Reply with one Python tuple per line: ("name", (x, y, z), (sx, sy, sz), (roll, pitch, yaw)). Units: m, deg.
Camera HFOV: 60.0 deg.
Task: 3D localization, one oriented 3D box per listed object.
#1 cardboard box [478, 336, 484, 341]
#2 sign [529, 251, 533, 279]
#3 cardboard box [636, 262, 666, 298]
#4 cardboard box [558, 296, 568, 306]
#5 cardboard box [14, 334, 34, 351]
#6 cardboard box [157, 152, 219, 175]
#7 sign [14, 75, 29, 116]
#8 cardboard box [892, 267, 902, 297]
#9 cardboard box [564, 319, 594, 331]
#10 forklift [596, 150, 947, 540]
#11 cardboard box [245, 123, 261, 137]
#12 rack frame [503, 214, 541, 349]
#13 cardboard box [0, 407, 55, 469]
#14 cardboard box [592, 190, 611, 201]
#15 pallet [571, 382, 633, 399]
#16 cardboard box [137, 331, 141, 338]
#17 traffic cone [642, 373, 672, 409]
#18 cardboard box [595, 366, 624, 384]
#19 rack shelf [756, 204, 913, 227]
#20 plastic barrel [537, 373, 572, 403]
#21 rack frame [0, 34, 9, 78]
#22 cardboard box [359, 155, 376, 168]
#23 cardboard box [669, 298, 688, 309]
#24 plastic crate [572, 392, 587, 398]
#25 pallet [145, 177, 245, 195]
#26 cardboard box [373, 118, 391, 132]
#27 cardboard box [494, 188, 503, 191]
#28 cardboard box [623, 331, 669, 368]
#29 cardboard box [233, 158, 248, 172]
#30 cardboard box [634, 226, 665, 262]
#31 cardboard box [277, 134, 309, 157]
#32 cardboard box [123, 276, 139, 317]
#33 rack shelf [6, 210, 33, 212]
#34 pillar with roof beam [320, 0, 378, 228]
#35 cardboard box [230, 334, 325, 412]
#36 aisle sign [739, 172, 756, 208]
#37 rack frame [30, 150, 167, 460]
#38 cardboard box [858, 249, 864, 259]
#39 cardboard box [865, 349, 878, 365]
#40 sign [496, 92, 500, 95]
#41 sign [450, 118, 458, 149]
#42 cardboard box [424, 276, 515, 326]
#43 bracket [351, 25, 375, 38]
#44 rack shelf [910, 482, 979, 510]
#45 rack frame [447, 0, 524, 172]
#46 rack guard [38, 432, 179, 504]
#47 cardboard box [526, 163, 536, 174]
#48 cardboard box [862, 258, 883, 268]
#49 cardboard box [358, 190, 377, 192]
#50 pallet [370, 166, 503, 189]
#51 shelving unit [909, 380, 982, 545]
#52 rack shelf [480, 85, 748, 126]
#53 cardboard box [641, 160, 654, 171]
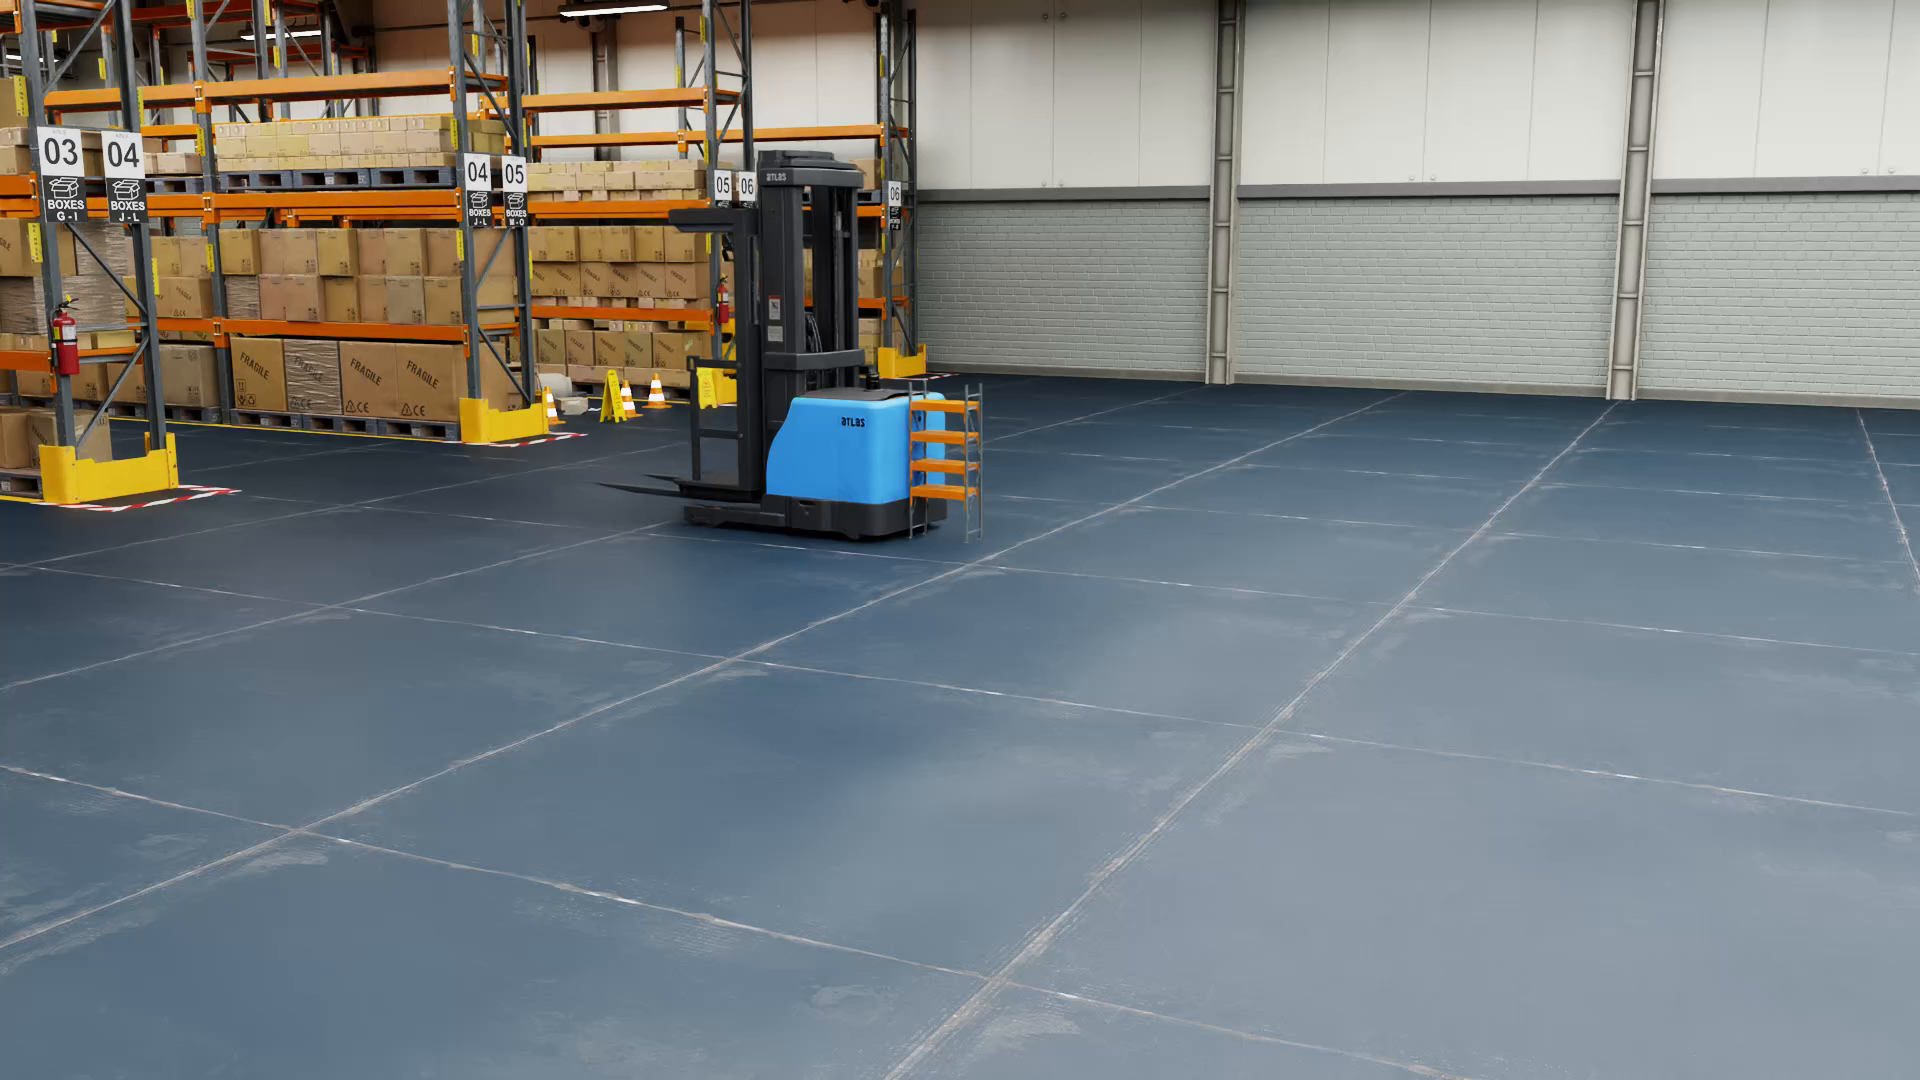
("cardboard box", (-9.092, -3.906, 31.731), (0.500, 0.500, 0.500), (5, 11, 25))
("sign", (-5.040, -3.221, 19.450), (0.005, 0.325, 0.100), (5, 11, 26))
("cardboard box", (-4.247, -3.701, 23.639), (0.500, 0.500, 0.500), (5, 11, 26))
("cardboard box", (-5.678, -3.513, 24.423), (0.250, 0.149, 0.380), (5, 11, 26))
("cardboard box", (-8.147, -1.769, 14.788), (0.250, 0.149, 0.380), (5, 11, 26))
("cardboard box", (-9.583, -4.671, 20.655), (0.500, 0.250, 0.500), (5, 11, 26))
("sign", (-7.840, -3.708, 13.887), (0.005, 0.325, 0.100), (5, 11, 26))
("cardboard box", (-1.320, -4.392, 28.293), (0.500, 0.500, 0.500), (5, 12, 28))
("cardboard box", (-5.579, -3.153, 24.344), (0.250, 0.149, 0.380), (6, 12, 29))
("forklift", (-1.630, -1.615, 13.425), (3.031, 2.935, 1.130), (6, 12, 31))
("cardboard box", (-8.246, -4.861, 19.747), (0.250, 0.149, 0.380), (5, 11, 25))
("rack frame", (-8.173, -4.890, 31.324), (0.127, 3.000, 1.000), (5, 11, 26))
("cardboard box", (-8.680, -0.954, 15.416), (0.500, 0.500, 0.500), (9, 14, 41))
("cardboard box", (-5.033, -4.916, 23.752), (0.250, 0.149, 0.380), (5, 11, 25))
("pallet", (-5.063, -2.266, 24.658), (1.213, 0.211, 1.003), (5, 11, 26))
("cardboard box", (-14.469, -3.424, 29.243), (0.875, 0.438, 0.875), (5, 11, 25))
("traffic cone", (-4.148, -2.046, 22.734), (0.334, 0.463, 0.336), (5, 11, 26))
("cardboard box", (-4.968, -2.423, 24.236), (0.500, 0.250, 0.500), (5, 11, 24))
("rack shelf", (-2.792, -5.539, 28.508), (4.000, 0.370, 1.077), (5, 11, 26))
("plastic barrel", (-5.714, -2.119, 23.252), (0.512, 0.421, 0.421), (-4, 11, -23))
("rack frame", (-17.540, -7.679, 29.891), (0.127, 3.000, 1.000), (5, 11, 26))
("cardboard box", (-6.653, -4.328, 19.045), (0.250, 0.149, 0.380), (5, 11, 25))
("cardboard box", (-3.898, -3.340, 23.468), (0.250, 0.149, 0.380), (5, 11, 25))
("plastic crate", (-5.734, -2.090, 24.053), (0.583, 0.080, 0.402), (1, 10, 6))
("pallet", (-9.722, -4.429, 20.894), (1.217, 0.209, 0.805), (5, 11, 24))
("cardboard box", (-6.430, -4.701, 18.865), (0.250, 0.149, 0.380), (5, 12, 27))
("cardboard box", (-6.505, -5.251, 24.487), (0.500, 0.250, 0.500), (5, 11, 25))
("cardboard box", (-4.495, -2.751, 23.943), (0.500, 0.500, 0.500), (6, 12, 28))
("cardboard box", (-8.469, -4.488, 19.928), (0.250, 0.149, 0.380), (5, 11, 26))
("cardboard box", (-4.197, -4.200, 23.591), (0.500, 0.500, 0.700), (5, 11, 26))
("cardboard box", (-7.658, -4.625, 19.564), (0.500, 0.250, 0.500), (5, 11, 25))
("cardboard box", (-10.371, -3.110, 21.211), (0.500, 0.500, 0.500), (5, 11, 26))
("rack shelf", (-14.259, -4.578, 23.198), (4.000, 0.370, 1.077), (5, 11, 26))
("pillar with roof beam", (-13.891, -7.668, 29.831), (0.548, 9.000, 9.100), (5, 11, 26))
("cardboard box", (-8.345, -2.083, 20.605), (0.875, 0.875, 0.875), (5, 11, 27))
("aisle sign", (-2.999, -4.790, 23.474), (0.004, 0.787, 0.394), (5, 11, 26))
("rack frame", (-7.577, -1.883, 14.714), (0.127, 3.000, 1.000), (5, 11, 26))
("cardboard box", (-1.648, -4.783, 27.798), (0.250, 0.149, 0.380), (5, 11, 26))
("cardboard box", (-1.560, -3.099, 27.974), (0.500, 0.250, 0.500), (5, 11, 26))
("sign", (-8.404, -8.253, 30.216), (0.005, 0.325, 0.100), (5, 11, 26))
("sign", (-5.544, -4.455, 18.235), (0.005, 0.325, 0.100), (5, 11, 26))
("cardboard box", (-5.644, -2.763, 19.155), (0.550, 0.550, 0.875), (5, 11, 26))
("bracket", (-11.771, -10.037, 32.815), (0.430, 0.232, 0.235), (5, 11, 26))
("rack shelf", (-0.110, -0.335, 12.705), (0.480, 0.148, 0.258), (6, 12, 29))
("rack frame", (-5.291, -5.620, 18.513), (0.127, 3.000, 1.000), (5, 11, 26))
("rack guard", (-7.645, -0.659, 14.970), (0.348, 0.500, 1.175), (5, 11, 26))
("cardboard box", (-6.162, -5.411, 24.249), (0.250, 0.149, 0.380), (5, 11, 24))
("cardboard box", (-1.434, -4.610, 27.678), (0.250, 0.149, 0.380), (5, 11, 27))
("cardboard box", (-8.985, -5.508, 26.027), (0.637, 0.503, 0.797), (5, 11, 26))
("pallet", (-5.961, -4.157, 19.101), (1.213, 0.211, 1.003), (5, 11, 26))
("shelving unit", (-0.110, -0.597, 12.657), (0.503, 1.200, 0.258), (6, 12, 29))
("rack shelf", (-4.985, -6.220, 23.860), (4.000, 0.370, 1.077), (5, 11, 26))
("cardboard box", (-4.282, -5.262, 23.427), (0.250, 0.149, 0.380), (5, 11, 26))
